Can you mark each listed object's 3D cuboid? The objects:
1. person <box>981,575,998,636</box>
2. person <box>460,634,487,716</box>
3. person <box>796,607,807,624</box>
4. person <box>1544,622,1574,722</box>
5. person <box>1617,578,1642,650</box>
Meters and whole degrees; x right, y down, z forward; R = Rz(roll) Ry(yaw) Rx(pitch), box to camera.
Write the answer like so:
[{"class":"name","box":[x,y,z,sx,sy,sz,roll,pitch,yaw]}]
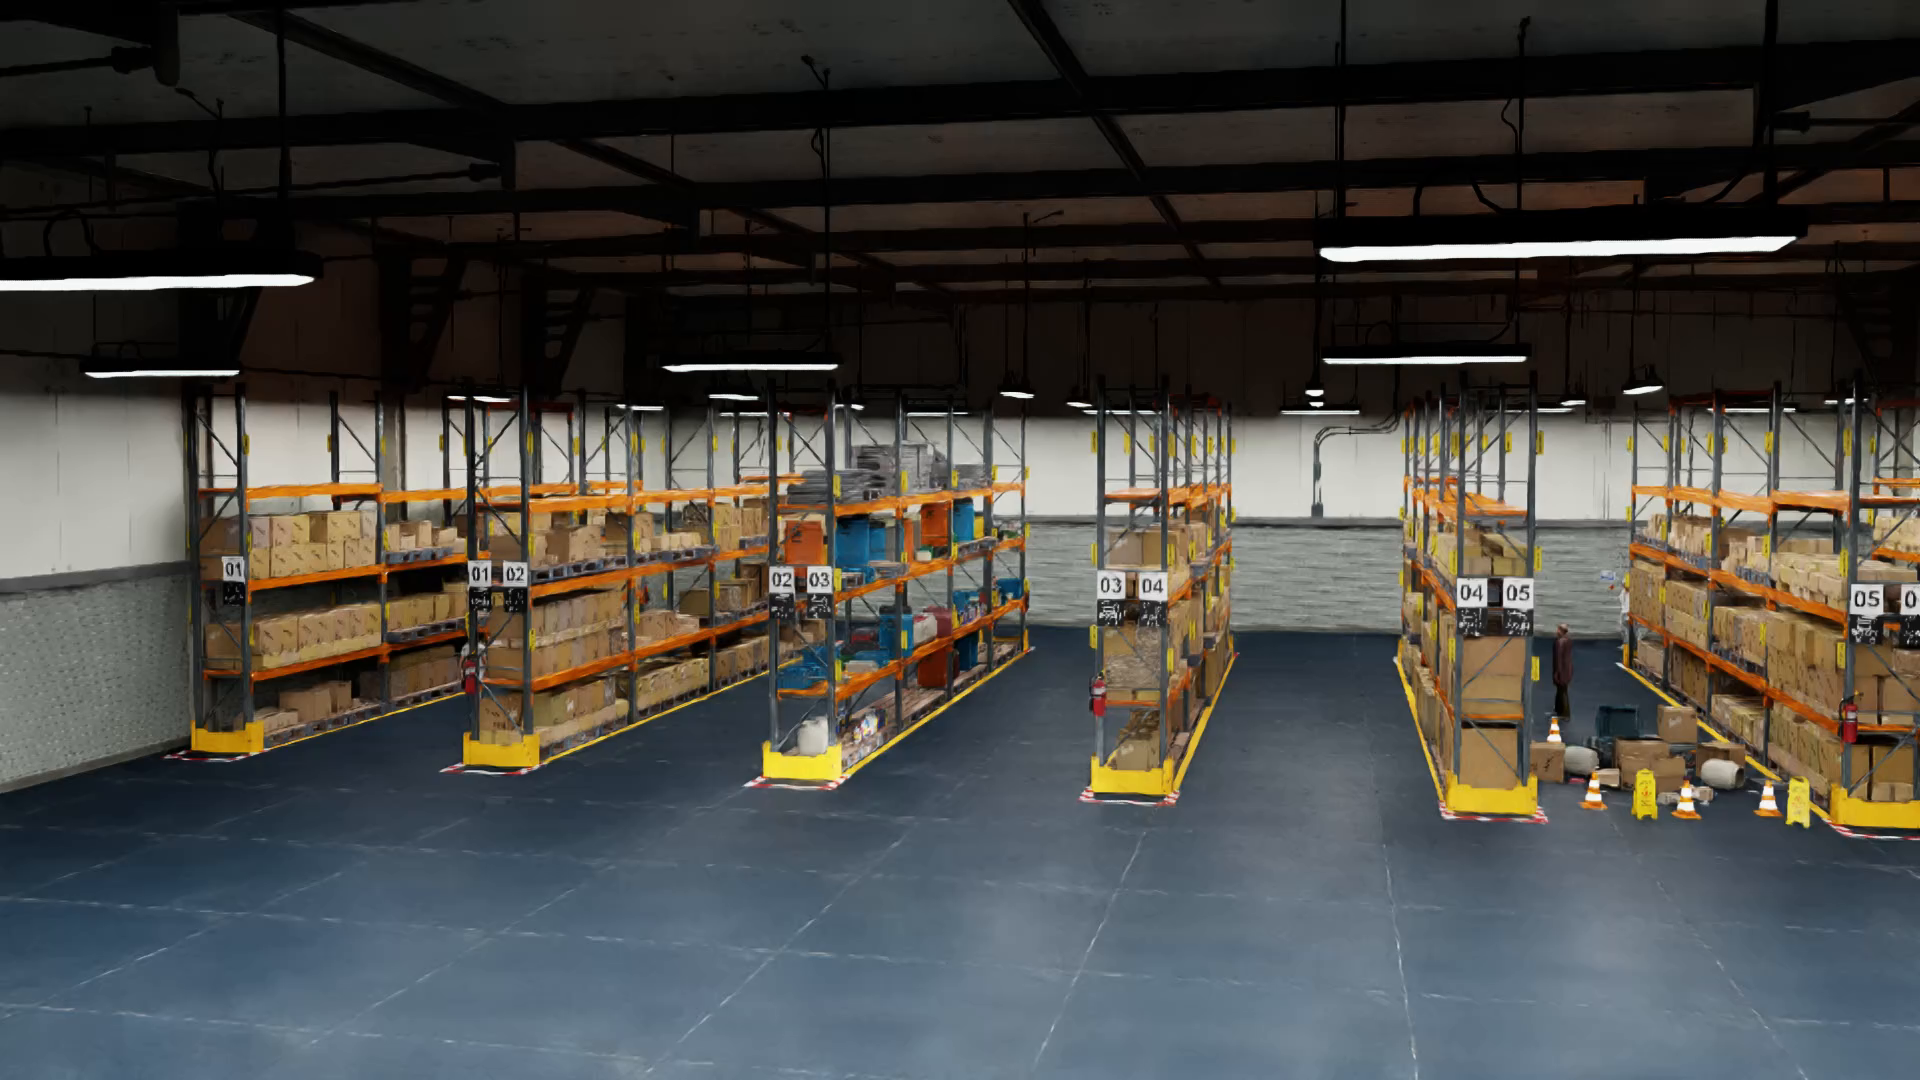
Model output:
[{"class":"person","box":[0.786,1.723,43.332,0.552,1.620,0.524,-2,4,-25]},{"class":"person","box":[-8.981,2.431,30.668,0.444,1.604,1.016,0,3,4]},{"class":"person","box":[-4.074,1.755,42.812,0.660,1.570,0.485,-2,4,-29]},{"class":"person","box":[10.853,2.375,30.120,0.551,1.782,0.636,3,4,42]},{"class":"person","box":[16.394,1.799,40.665,0.602,1.777,0.581,-2,4,-30]}]
